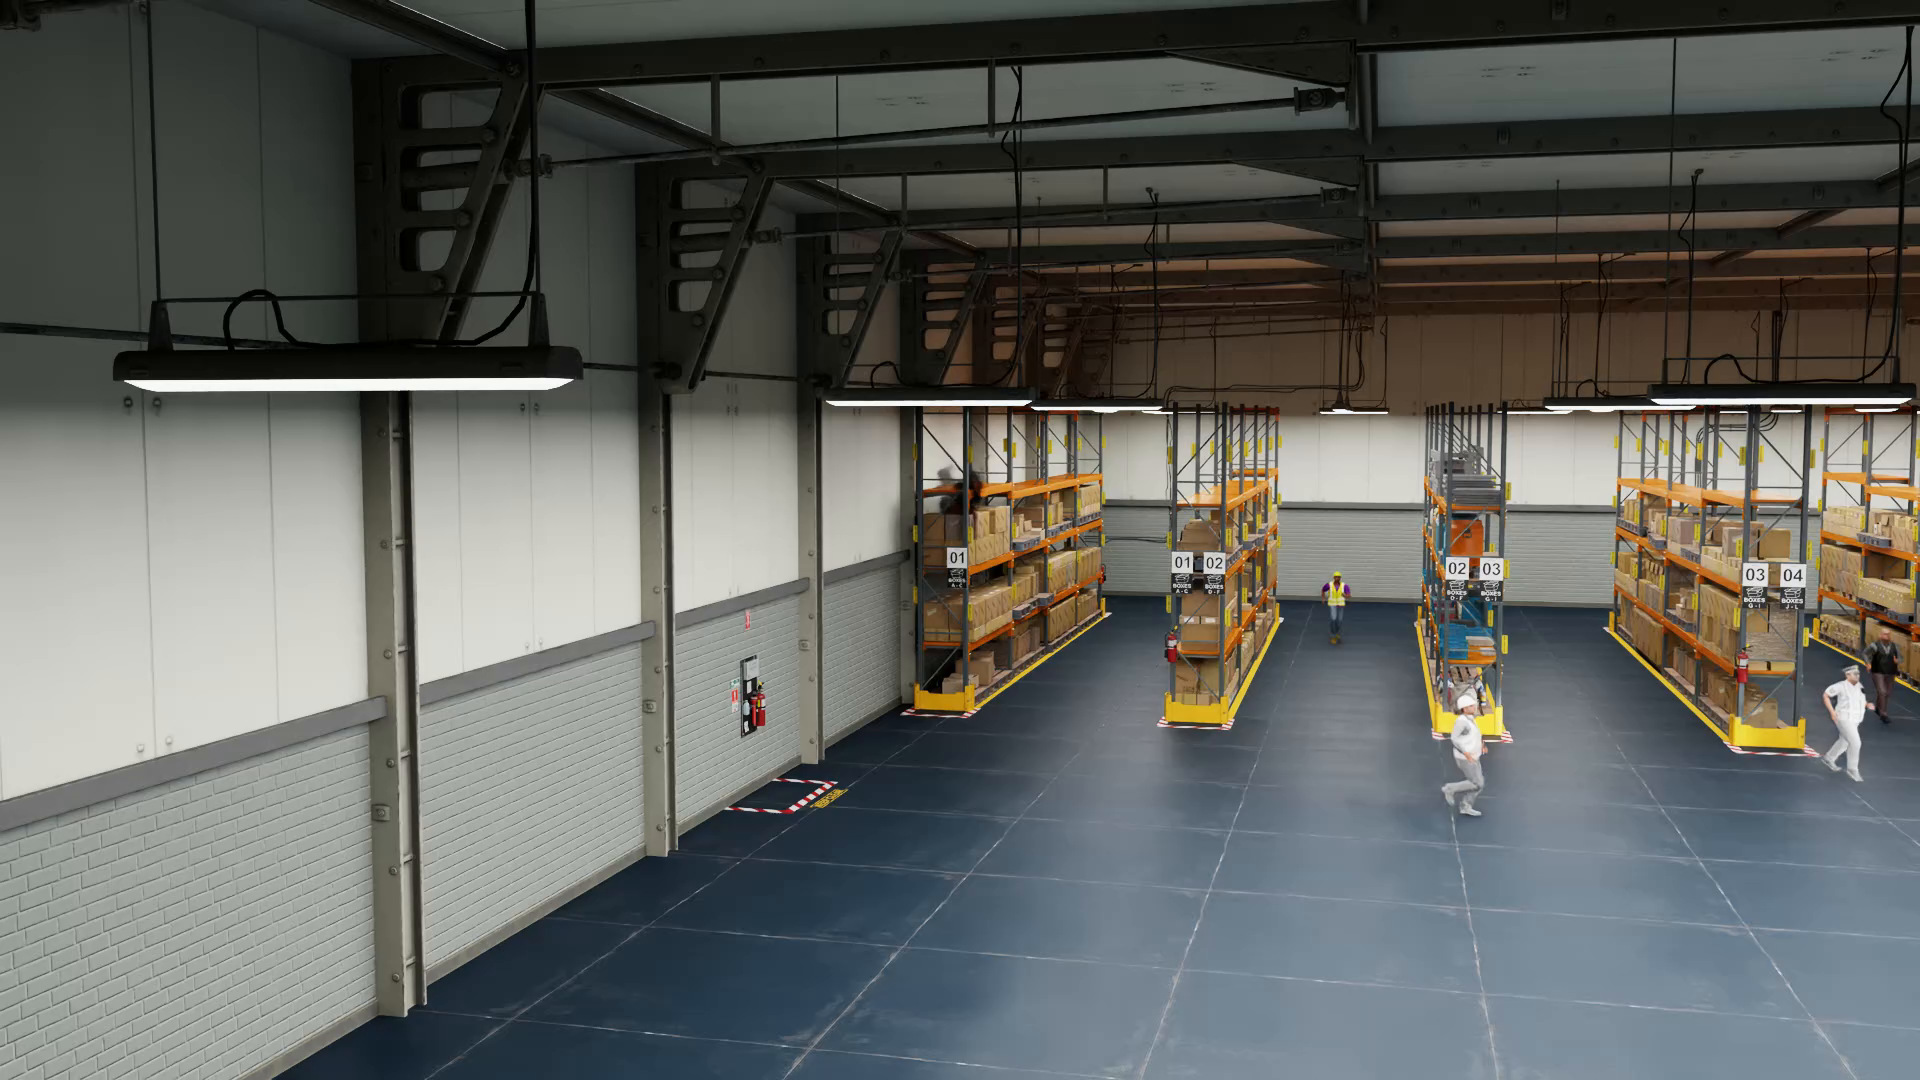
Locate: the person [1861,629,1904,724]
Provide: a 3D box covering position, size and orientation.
[{"bbox_3d":[17.352,2.527,31.233,0.658,1.715,0.945,0,4,6],"label":"person"}]

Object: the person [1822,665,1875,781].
[{"bbox_3d":[14.161,2.891,26.518,0.648,1.840,0.802,-3,5,-31],"label":"person"}]

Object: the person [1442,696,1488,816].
[{"bbox_3d":[7.293,3.101,23.913,0.535,1.729,0.665,3,5,31],"label":"person"}]

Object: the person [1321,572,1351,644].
[{"bbox_3d":[9.576,1.708,42.314,0.681,1.823,0.818,0,4,2],"label":"person"}]
